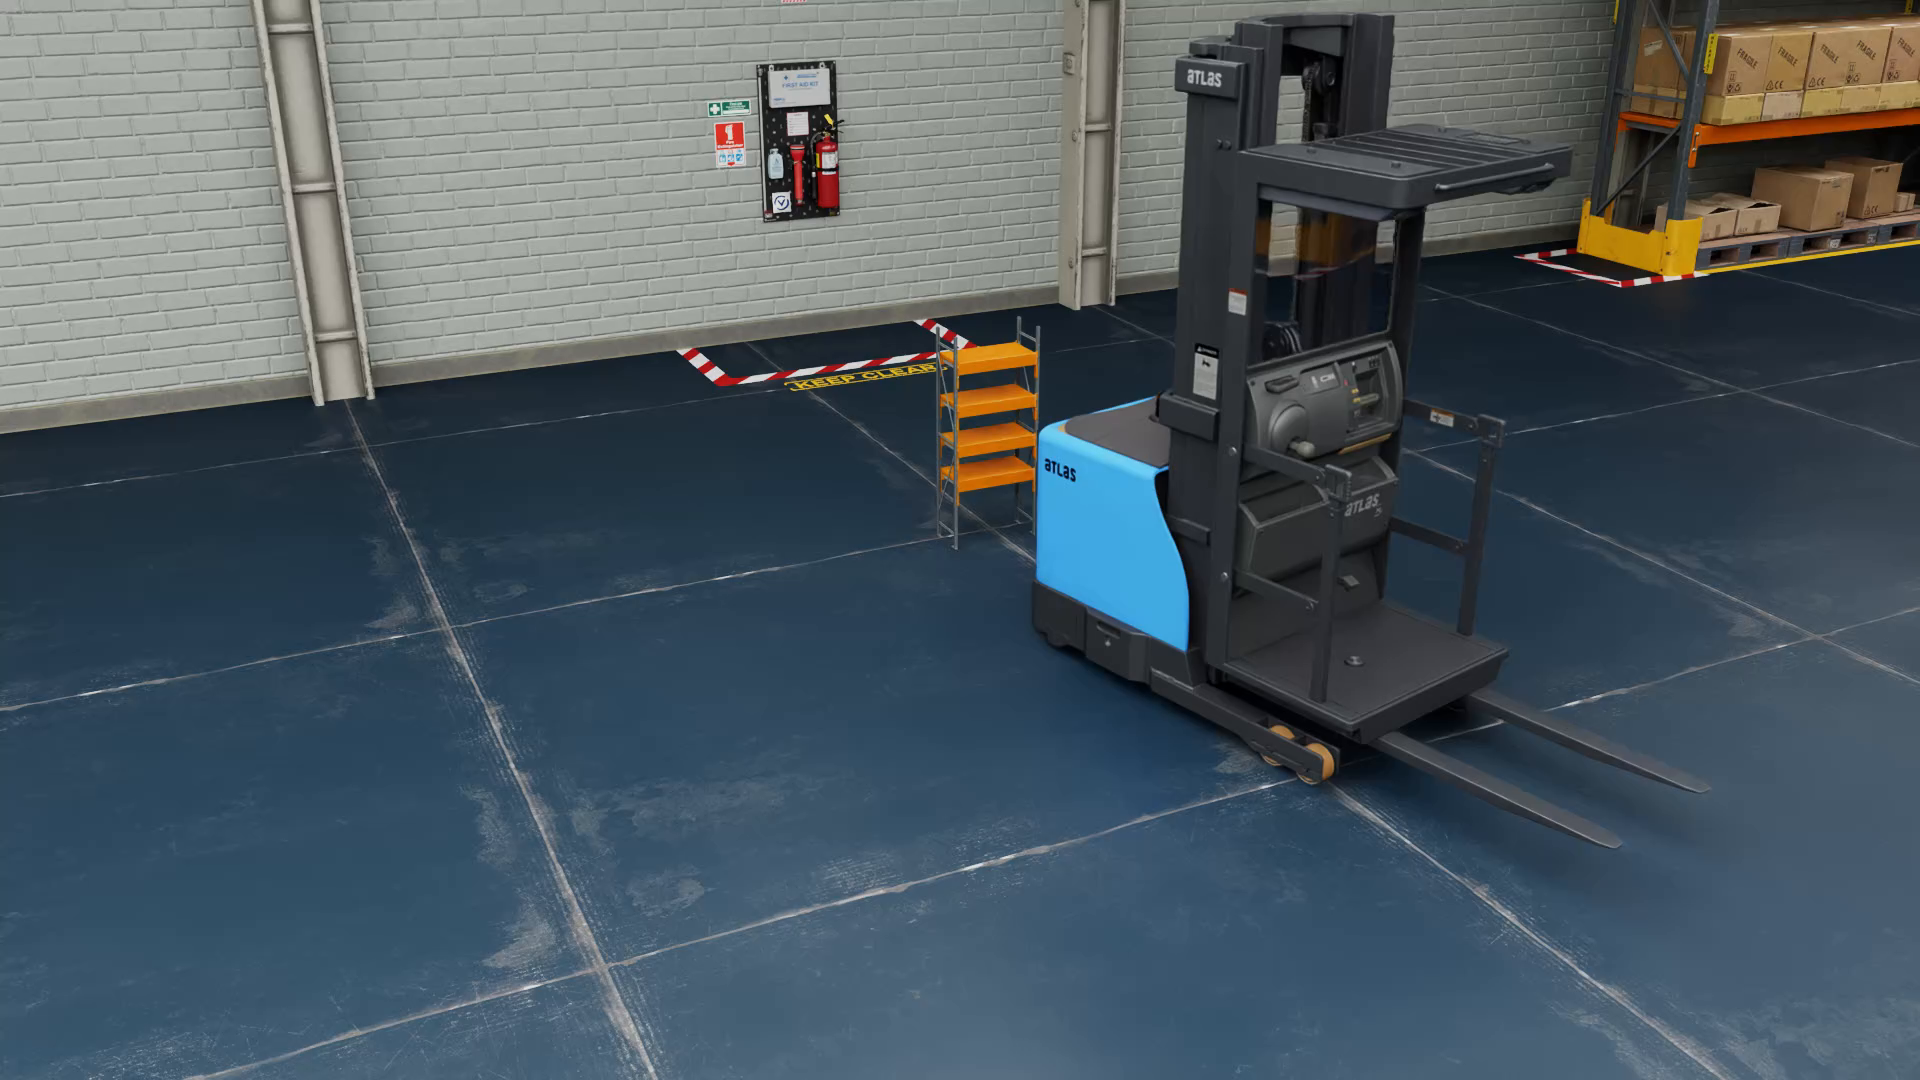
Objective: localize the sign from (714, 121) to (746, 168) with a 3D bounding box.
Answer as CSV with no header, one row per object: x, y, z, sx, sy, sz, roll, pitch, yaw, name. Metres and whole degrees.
-1.716,-2.955,12.420,0.234,0.329,0.001,-10,25,-24,sign

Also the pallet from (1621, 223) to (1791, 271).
7.036,-2.819,15.785,1.213,0.211,1.003,-10,25,-24,pallet

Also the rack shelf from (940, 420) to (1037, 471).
0.149,-0.520,9.113,0.480,0.148,0.258,-10,25,-24,rack shelf

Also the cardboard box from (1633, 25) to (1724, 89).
6.553,-4.410,15.172,0.500,0.500,0.500,-11,25,-24,cardboard box

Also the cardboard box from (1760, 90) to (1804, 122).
7.260,-3.975,15.101,0.500,0.250,0.500,-11,25,-25,cardboard box

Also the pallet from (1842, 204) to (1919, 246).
9.235,-3.224,16.763,1.213,0.211,1.003,-10,25,-24,pallet

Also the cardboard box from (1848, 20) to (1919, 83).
8.627,-4.573,15.565,0.500,0.500,0.500,-11,25,-25,cardboard box

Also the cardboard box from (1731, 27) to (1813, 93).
7.231,-4.313,14.937,0.500,0.500,0.500,-10,25,-23,cardboard box

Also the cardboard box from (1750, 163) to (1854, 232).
8.079,-3.304,16.002,0.500,0.500,0.700,-12,25,-27,cardboard box

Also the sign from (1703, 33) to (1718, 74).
6.456,-4.186,14.308,0.005,0.325,0.100,-10,25,-24,sign

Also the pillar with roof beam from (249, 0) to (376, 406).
-2.470,-3.685,6.385,0.400,9.000,9.100,-10,25,-24,pillar with roof beam

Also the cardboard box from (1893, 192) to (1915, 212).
9.356,-3.431,16.746,0.250,0.166,0.380,-14,26,-30,cardboard box

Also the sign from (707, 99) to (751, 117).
-1.709,-3.198,12.313,0.331,0.109,0.001,-10,25,-24,sign

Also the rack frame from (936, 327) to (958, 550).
-0.071,-0.541,8.989,0.015,1.200,0.240,-10,25,-24,rack frame

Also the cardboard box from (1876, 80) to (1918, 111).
8.630,-4.224,15.704,0.500,0.250,0.500,-11,25,-24,cardboard box

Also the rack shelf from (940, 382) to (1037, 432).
0.149,-0.726,9.027,0.480,0.148,0.258,-10,25,-24,rack shelf

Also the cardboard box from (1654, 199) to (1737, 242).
6.883,-3.017,15.558,0.500,0.311,0.500,-14,26,-30,cardboard box

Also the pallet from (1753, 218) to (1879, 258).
8.134,-3.020,16.270,1.213,0.211,1.003,-10,25,-24,pallet

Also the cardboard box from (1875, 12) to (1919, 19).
9.311,-4.917,16.395,0.500,0.500,0.500,-11,25,-25,cardboard box

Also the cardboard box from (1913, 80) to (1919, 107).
9.077,-4.313,15.918,0.500,0.250,0.500,-10,25,-23,cardboard box

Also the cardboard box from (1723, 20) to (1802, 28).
7.475,-4.578,15.577,0.500,0.500,0.500,-11,25,-25,cardboard box

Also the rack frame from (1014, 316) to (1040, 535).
0.369,-0.622,9.185,0.015,1.200,0.240,-10,25,-24,rack frame

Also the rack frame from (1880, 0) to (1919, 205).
9.825,-4.636,16.528,0.127,3.000,1.000,-10,25,-24,rack frame

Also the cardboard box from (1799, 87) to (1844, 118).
7.721,-4.058,15.300,0.500,0.250,0.500,-11,25,-24,cardboard box

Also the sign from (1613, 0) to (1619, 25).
5.998,-4.848,15.113,0.005,0.325,0.100,-10,25,-24,sign

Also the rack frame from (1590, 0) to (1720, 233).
6.220,-3.973,14.925,0.127,3.000,1.000,-10,25,-24,rack frame

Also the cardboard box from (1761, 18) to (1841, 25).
7.929,-4.661,15.778,0.500,0.500,0.500,-10,25,-23,cardboard box

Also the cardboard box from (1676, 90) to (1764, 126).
6.798,-3.884,14.881,0.500,0.250,0.500,-11,25,-25,cardboard box

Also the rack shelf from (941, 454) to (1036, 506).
0.149,-0.336,9.189,0.480,0.148,0.258,-10,25,-24,rack shelf

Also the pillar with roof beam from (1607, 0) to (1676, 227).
8.343,-5.675,11.194,0.400,9.000,9.100,-10,25,-24,pillar with roof beam

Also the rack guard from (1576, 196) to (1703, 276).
6.289,-2.830,15.434,0.348,0.500,1.175,-10,25,-24,rack guard

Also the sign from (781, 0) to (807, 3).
-1.224,-4.099,12.199,0.199,0.298,0.001,-10,25,-24,sign

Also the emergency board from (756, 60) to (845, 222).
-1.174,-2.995,12.563,0.643,1.169,0.194,-10,25,-24,emergency board

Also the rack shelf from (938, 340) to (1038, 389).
0.149,-0.945,8.937,0.480,0.148,0.258,-10,25,-24,rack shelf

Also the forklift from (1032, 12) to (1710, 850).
1.665,-0.567,6.788,1.130,2.935,3.031,-17,28,-36,forklift

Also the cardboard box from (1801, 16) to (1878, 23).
8.391,-4.751,15.996,0.500,0.500,0.500,-10,24,-22,cardboard box

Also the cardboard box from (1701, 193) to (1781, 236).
7.397,-3.112,15.786,0.500,0.311,0.500,-8,24,-19,cardboard box

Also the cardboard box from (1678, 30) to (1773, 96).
6.781,-4.235,14.748,0.500,0.500,0.500,-10,25,-24,cardboard box

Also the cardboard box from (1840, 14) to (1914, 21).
8.843,-4.832,16.191,0.500,0.500,0.500,-11,25,-24,cardboard box

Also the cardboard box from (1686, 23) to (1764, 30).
7.011,-4.491,15.366,0.500,0.500,0.500,-10,25,-23,cardboard box

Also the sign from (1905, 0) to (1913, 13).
9.581,-5.362,16.767,0.005,0.325,0.100,-10,25,-24,sign

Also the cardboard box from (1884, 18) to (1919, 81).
9.086,-4.653,15.758,0.500,0.500,0.500,-11,25,-24,cardboard box

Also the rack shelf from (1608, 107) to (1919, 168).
8.023,-3.972,15.864,4.000,0.370,1.077,-10,25,-24,rack shelf

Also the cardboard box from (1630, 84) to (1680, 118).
6.558,-4.057,15.299,0.500,0.250,0.500,-10,25,-23,cardboard box

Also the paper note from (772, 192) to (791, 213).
-1.363,-2.582,12.718,0.142,0.148,0.016,-10,25,-24,paper note

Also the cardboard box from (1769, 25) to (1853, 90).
7.699,-4.397,15.139,0.500,0.500,0.500,-11,25,-25,cardboard box

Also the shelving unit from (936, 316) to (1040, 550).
0.149,-0.582,9.087,0.503,1.200,0.258,-10,25,-24,shelving unit

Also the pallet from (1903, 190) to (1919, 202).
10.526,-3.477,17.375,1.213,0.211,1.003,-10,25,-24,pallet

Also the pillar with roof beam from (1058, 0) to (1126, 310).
2.937,-4.680,8.790,0.400,9.000,9.100,-10,25,-24,pillar with roof beam

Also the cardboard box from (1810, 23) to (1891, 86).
8.159,-4.486,15.356,0.500,0.500,0.500,-10,24,-22,cardboard box

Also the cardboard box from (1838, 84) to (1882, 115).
8.178,-4.141,15.501,0.500,0.250,0.500,-10,25,-23,cardboard box

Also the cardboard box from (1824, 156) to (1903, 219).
8.907,-3.498,16.473,0.500,0.500,0.500,-12,26,-28,cardboard box
